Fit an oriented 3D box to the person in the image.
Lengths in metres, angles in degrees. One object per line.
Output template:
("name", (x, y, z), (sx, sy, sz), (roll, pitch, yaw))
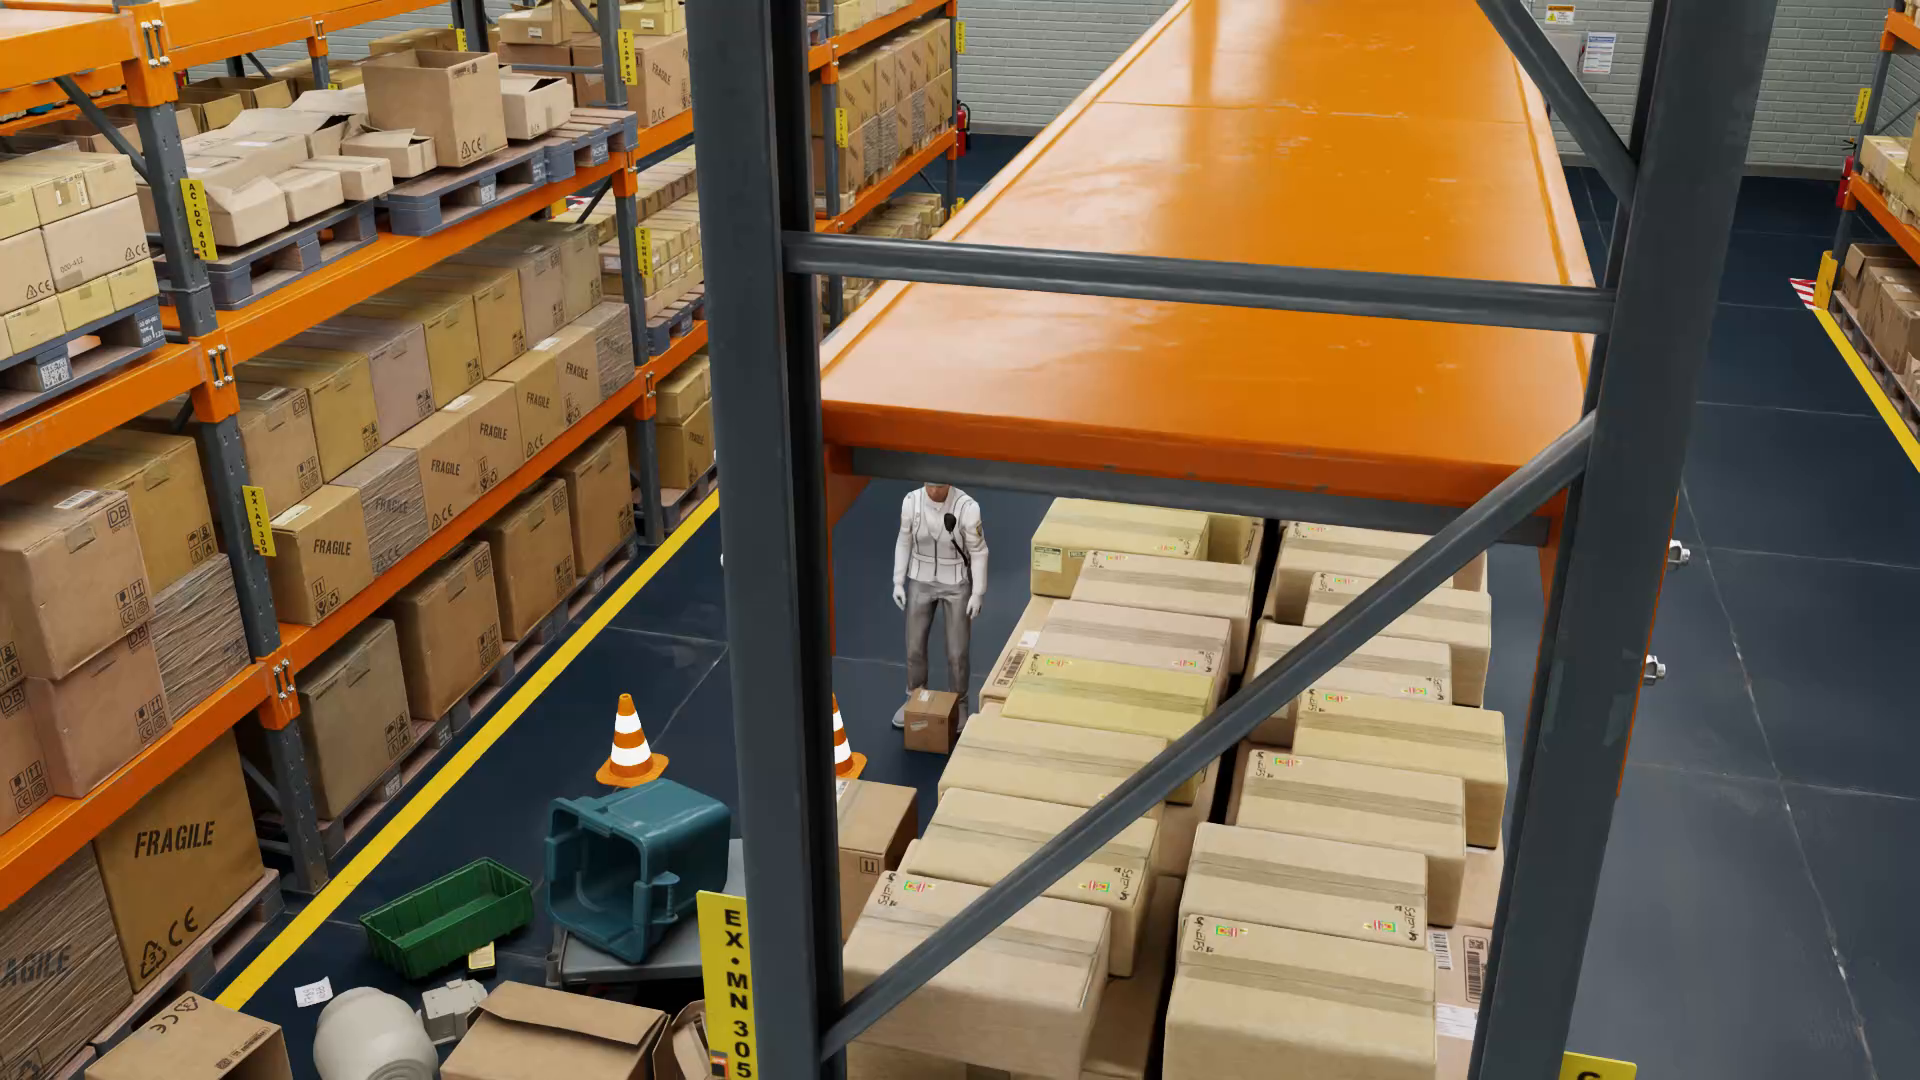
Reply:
("person", (-0.111, 0.266, 9.133), (0.528, 1.663, 0.375), (6, 26, 13))
